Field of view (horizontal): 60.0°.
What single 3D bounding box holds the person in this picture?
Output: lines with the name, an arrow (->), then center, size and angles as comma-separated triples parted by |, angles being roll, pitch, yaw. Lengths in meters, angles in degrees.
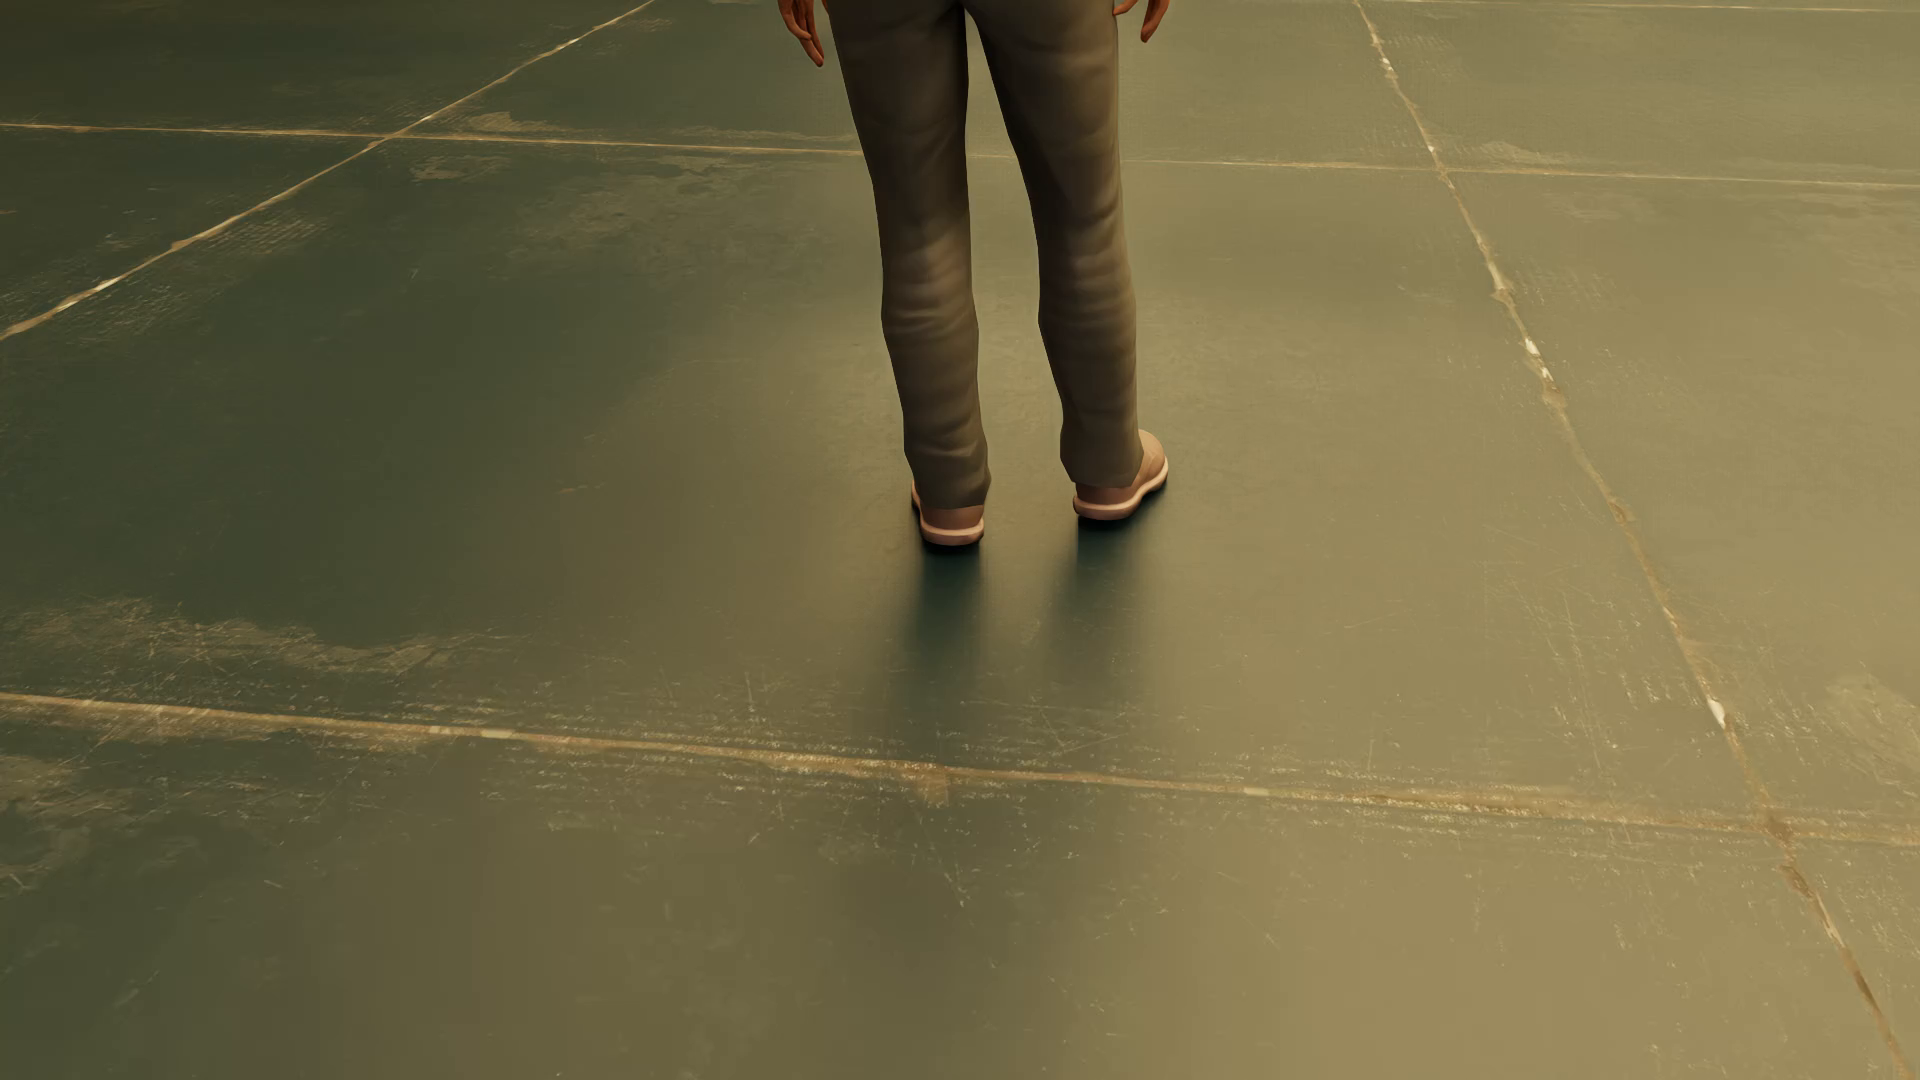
person -> 0.032, -0.784, 2.203 | 0.569, 1.654, 0.504 | 3, 27, 7
